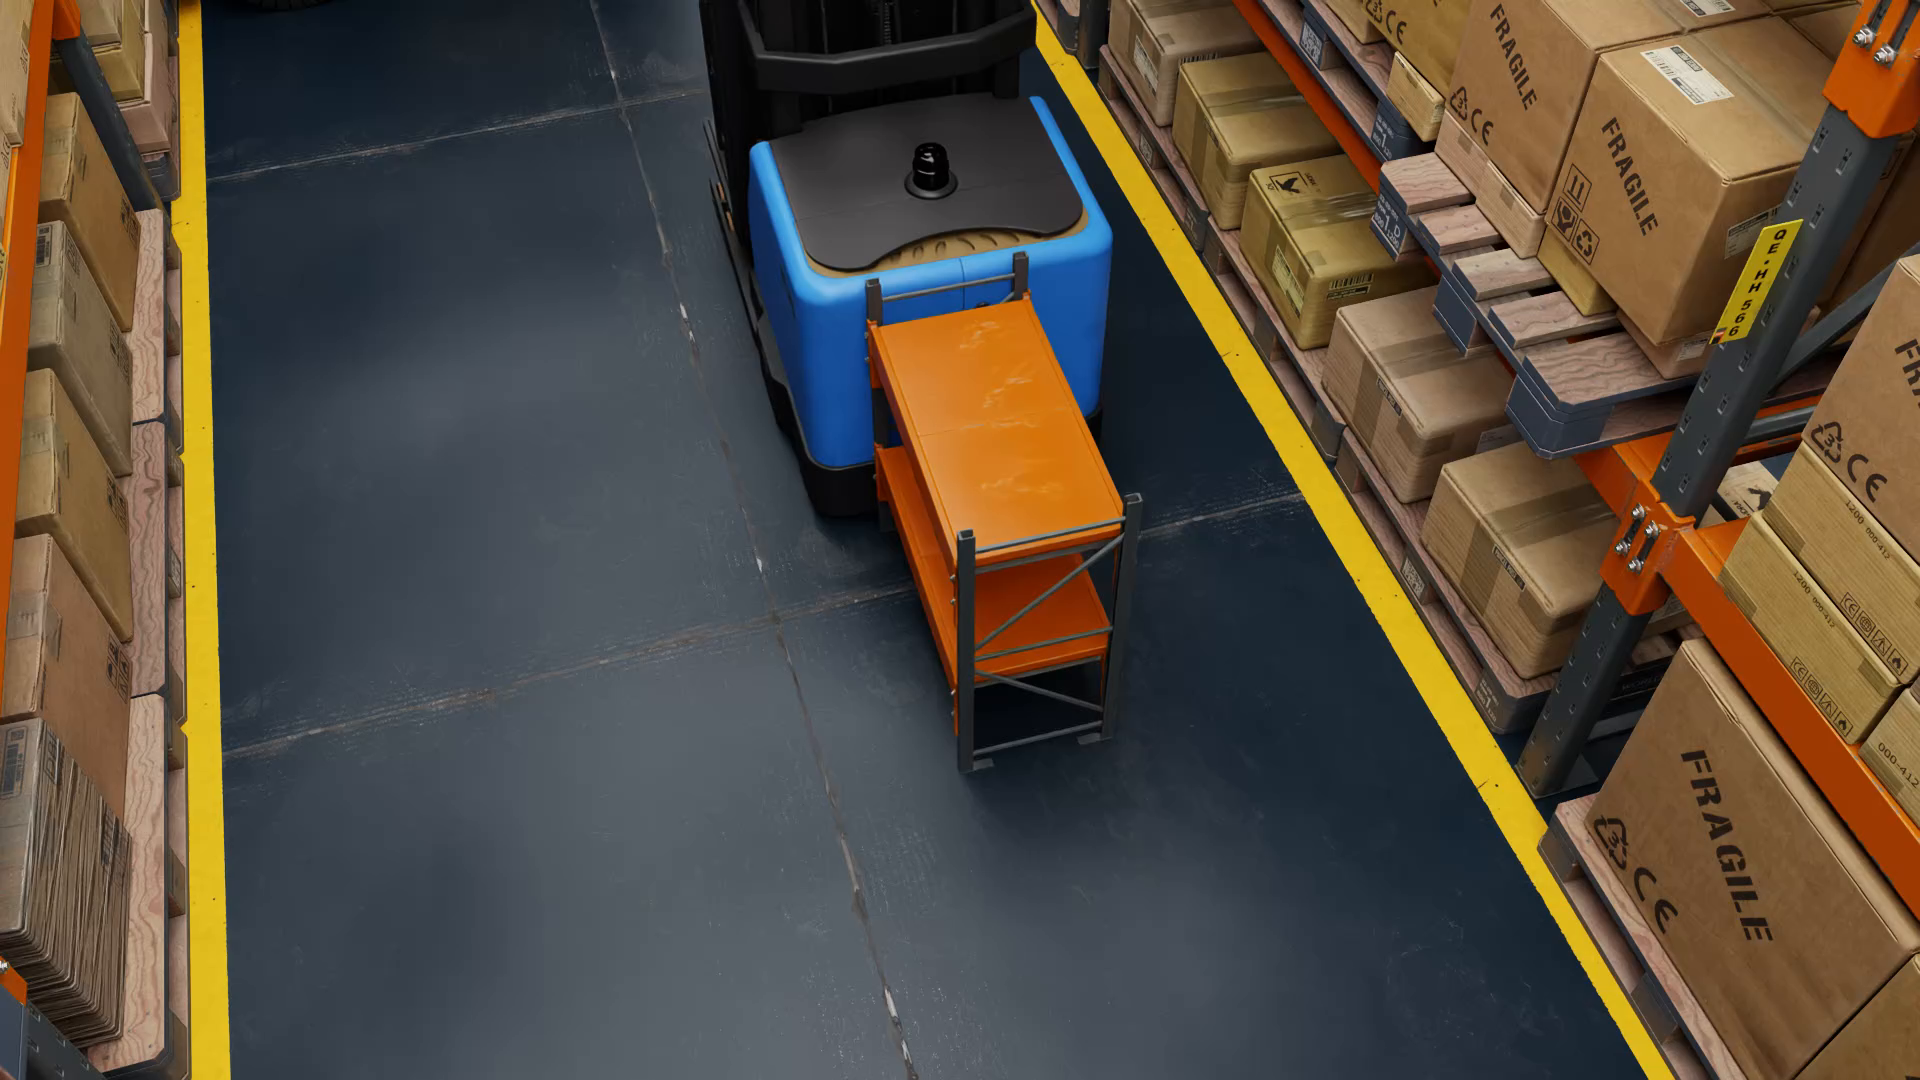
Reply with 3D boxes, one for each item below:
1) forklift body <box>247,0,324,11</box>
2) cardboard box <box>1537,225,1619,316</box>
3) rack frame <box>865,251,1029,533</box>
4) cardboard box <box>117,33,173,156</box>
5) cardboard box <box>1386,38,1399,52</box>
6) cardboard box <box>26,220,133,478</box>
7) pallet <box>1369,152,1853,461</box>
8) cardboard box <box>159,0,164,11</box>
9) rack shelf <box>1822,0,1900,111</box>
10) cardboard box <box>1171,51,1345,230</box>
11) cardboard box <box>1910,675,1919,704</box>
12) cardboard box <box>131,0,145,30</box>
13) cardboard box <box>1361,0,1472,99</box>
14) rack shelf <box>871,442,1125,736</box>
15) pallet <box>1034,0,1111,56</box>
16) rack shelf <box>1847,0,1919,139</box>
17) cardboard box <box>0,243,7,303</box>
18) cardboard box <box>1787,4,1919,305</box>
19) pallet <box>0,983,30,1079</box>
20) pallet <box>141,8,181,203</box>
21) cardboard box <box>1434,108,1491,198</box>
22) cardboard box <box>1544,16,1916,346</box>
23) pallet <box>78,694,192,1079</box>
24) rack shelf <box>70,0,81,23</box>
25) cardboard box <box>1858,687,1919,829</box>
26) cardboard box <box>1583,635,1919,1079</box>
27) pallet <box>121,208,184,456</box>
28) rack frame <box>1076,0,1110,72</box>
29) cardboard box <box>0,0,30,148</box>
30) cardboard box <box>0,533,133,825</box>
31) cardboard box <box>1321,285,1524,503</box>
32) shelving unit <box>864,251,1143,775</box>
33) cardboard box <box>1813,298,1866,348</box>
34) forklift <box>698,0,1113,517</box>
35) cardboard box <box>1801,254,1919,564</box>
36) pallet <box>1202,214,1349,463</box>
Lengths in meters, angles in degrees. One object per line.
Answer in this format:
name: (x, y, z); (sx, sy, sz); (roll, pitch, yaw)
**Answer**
forklift body: (-2.592, -3.799, 7.546); (2.313, 2.155, 1.214); (-13, 51, -11)
cardboard box: (1.741, -0.747, 4.308); (0.380, 0.149, 0.250); (-13, 51, -10)
rack frame: (-0.037, -0.448, 5.392); (0.500, 1.125, 0.032); (-12, 51, -10)
cardboard box: (-3.539, -1.801, 6.830); (0.500, 0.250, 0.500); (-13, 51, -11)
cardboard box: (1.508, -1.517, 4.956); (0.380, 0.149, 0.250); (-13, 51, -11)
cardboard box: (-3.325, -0.546, 5.527); (0.875, 0.625, 0.625); (-14, 51, -11)
pallet: (1.898, -0.762, 4.556); (1.213, 0.211, 1.003); (-13, 51, -11)
cardboard box: (-3.871, -2.540, 7.453); (0.500, 0.250, 0.500); (-13, 51, -10)
rack shelf: (1.619, -2.523, 4.423); (1.077, 0.370, 4.000); (-13, 51, -11)
cardboard box: (1.401, -1.630, 6.606); (0.950, 0.372, 0.625); (-10, 51, -9)
cardboard box: (2.277, 0.364, 3.253); (0.500, 0.250, 0.500); (-12, 51, -10)
cardboard box: (-3.712, -2.324, 6.944); (0.500, 0.250, 0.500); (-14, 51, -11)
cardboard box: (1.497, -1.603, 4.605); (0.500, 0.500, 0.500); (-16, 52, -13)
rack shelf: (0.100, 0.084, 5.264); (0.538, 0.278, 1.000); (-12, 51, -10)
pallet: (0.796, -2.832, 8.000); (1.003, 0.211, 1.213); (-13, 51, -11)
rack shelf: (2.802, 0.399, 1.961); (1.077, 0.370, 4.000); (-13, 51, -11)
cardboard box: (-2.882, -0.655, 4.439); (0.500, 0.250, 0.500); (-12, 51, -10)
cardboard box: (2.299, -0.972, 4.073); (0.500, 0.500, 0.500); (-15, 51, -12)
pallet: (-2.262, 1.339, 2.785); (1.213, 0.211, 1.003); (-13, 51, -11)
pallet: (-3.908, -1.815, 7.142); (1.003, 0.211, 1.213); (-13, 51, -11)
cardboard box: (1.557, -1.107, 4.611); (0.380, 0.149, 0.250); (-16, 52, -13)
cardboard box: (1.811, -0.860, 3.978); (0.500, 0.500, 0.500); (-15, 51, -12)
pallet: (-2.736, 1.087, 4.696); (1.003, 0.211, 1.213); (-13, 51, -11)
rack shelf: (-4.304, -3.352, 7.085); (1.077, 0.370, 4.000); (-13, 51, -11)
cardboard box: (2.284, 0.507, 3.459); (0.500, 0.250, 0.500); (-15, 51, -12)
cardboard box: (2.336, 0.746, 4.275); (0.875, 0.875, 0.875); (-14, 51, -11)
pallet: (-3.457, -0.695, 6.198); (1.003, 0.211, 1.213); (-13, 51, -11)
rack frame: (1.028, -3.249, 6.527); (1.000, 3.000, 0.127); (-13, 51, -11)
cardboard box: (-3.160, -1.400, 5.067); (0.500, 0.250, 0.500); (-14, 51, -11)
cardboard box: (-2.902, 0.494, 4.650); (0.875, 0.625, 0.625); (-12, 51, -10)
cardboard box: (1.827, -0.567, 5.711); (0.950, 0.372, 0.625); (-14, 51, -12)
shelving unit: (0.100, -0.074, 5.077); (0.538, 1.125, 1.048); (-12, 51, -10)
cardboard box: (2.292, -0.661, 4.235); (0.380, 0.149, 0.250); (-16, 52, -13)
forklift: (-0.392, -2.181, 5.672); (1.130, 2.935, 3.031); (-12, 51, -10)
cardboard box: (2.123, -0.266, 3.293); (0.500, 0.500, 0.500); (-15, 51, -12)
pallet: (1.624, -0.889, 6.361); (1.003, 0.211, 1.213); (-13, 51, -11)
